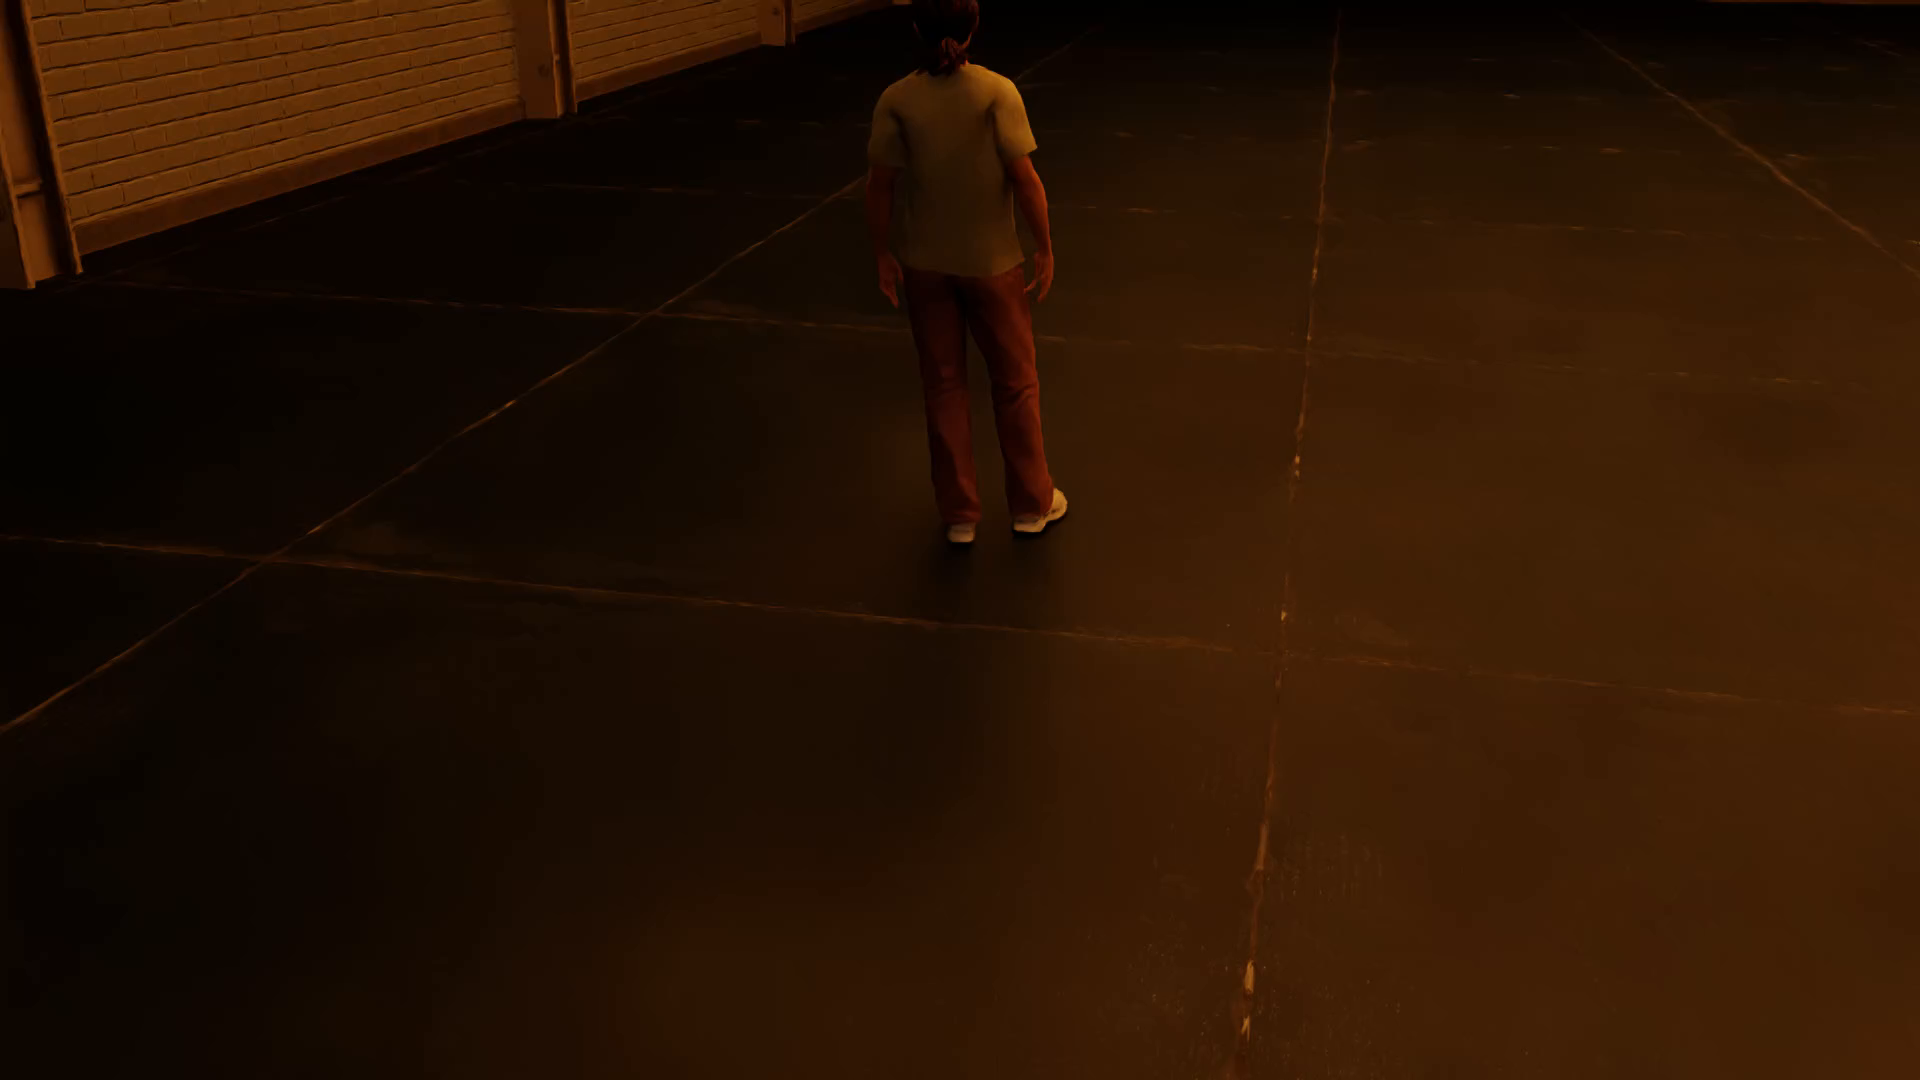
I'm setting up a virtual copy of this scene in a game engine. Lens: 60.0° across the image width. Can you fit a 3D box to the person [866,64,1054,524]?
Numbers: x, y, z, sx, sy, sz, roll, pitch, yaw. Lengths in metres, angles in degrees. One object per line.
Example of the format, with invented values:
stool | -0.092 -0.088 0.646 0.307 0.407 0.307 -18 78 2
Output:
person | 0.013 -0.708 4.889 0.521 1.362 0.395 5 23 11
